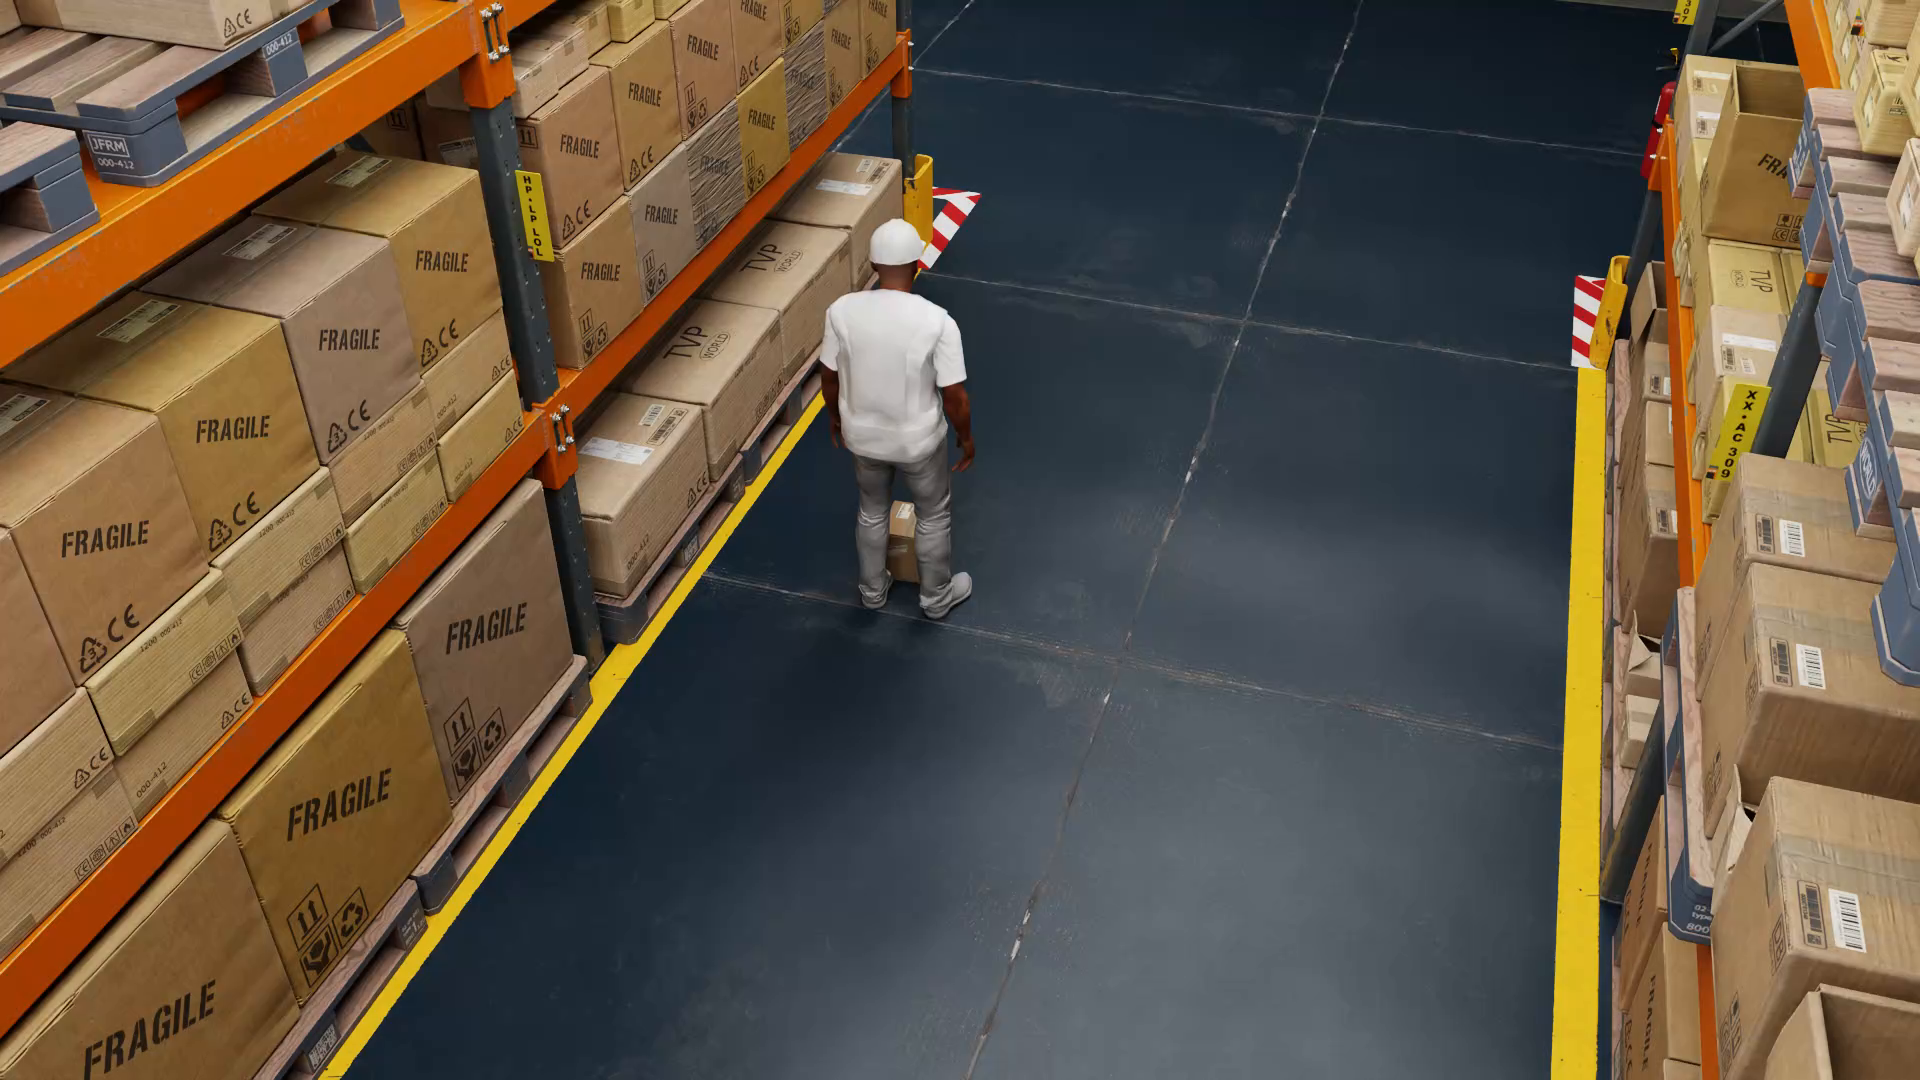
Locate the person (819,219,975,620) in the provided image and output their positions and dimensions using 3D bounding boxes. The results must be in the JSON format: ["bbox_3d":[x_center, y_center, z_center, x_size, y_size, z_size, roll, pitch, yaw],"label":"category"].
[{"bbox_3d":[-0.244,-0.455,6.742,0.628,1.761,0.458,11,38,14],"label":"person"}]
